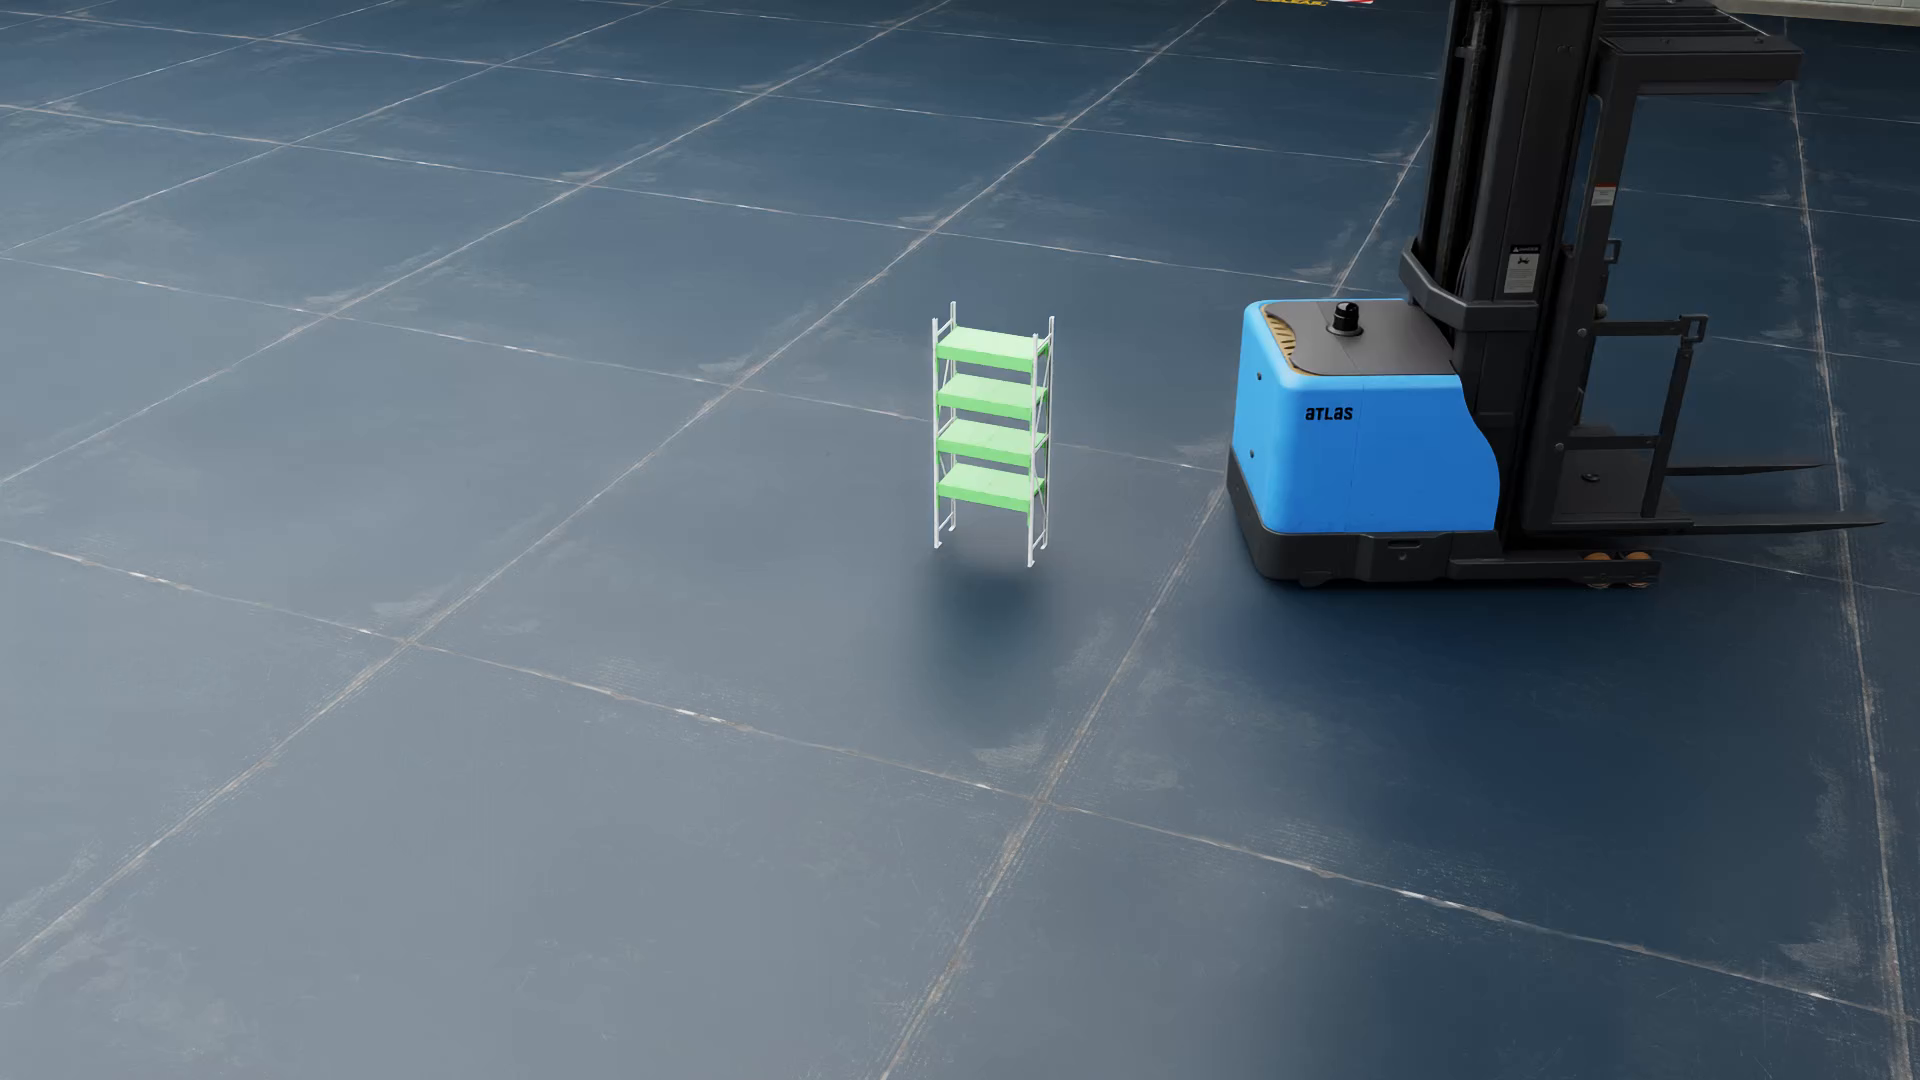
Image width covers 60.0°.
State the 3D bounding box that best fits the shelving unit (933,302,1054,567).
[{"bbox_3d":[0.153,-0.492,7.901,0.503,1.200,0.258,11,31,19],"label":"shelving unit"}]

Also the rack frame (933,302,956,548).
[{"bbox_3d":[-0.073,-0.537,7.980,0.015,1.200,0.240,11,31,19],"label":"rack frame"}]

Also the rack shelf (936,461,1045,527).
[{"bbox_3d":[0.153,-0.227,8.050,0.480,0.148,0.258,11,31,19],"label":"rack shelf"}]

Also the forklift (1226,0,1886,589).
[{"bbox_3d":[2.905,-1.308,7.586,3.031,2.935,1.130,-1,29,-2],"label":"forklift"}]

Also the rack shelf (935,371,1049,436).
[{"bbox_3d":[0.153,-0.645,7.814,0.480,0.148,0.258,11,31,19],"label":"rack shelf"}]

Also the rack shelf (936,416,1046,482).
[{"bbox_3d":[0.153,-0.436,7.932,0.480,0.148,0.258,11,31,19],"label":"rack shelf"}]

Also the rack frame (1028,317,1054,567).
[{"bbox_3d":[0.379,-0.447,7.821,0.015,1.200,0.240,11,31,19],"label":"rack frame"}]

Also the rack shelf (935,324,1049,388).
[{"bbox_3d":[0.153,-0.854,7.696,0.480,0.148,0.258,11,31,19],"label":"rack shelf"}]
